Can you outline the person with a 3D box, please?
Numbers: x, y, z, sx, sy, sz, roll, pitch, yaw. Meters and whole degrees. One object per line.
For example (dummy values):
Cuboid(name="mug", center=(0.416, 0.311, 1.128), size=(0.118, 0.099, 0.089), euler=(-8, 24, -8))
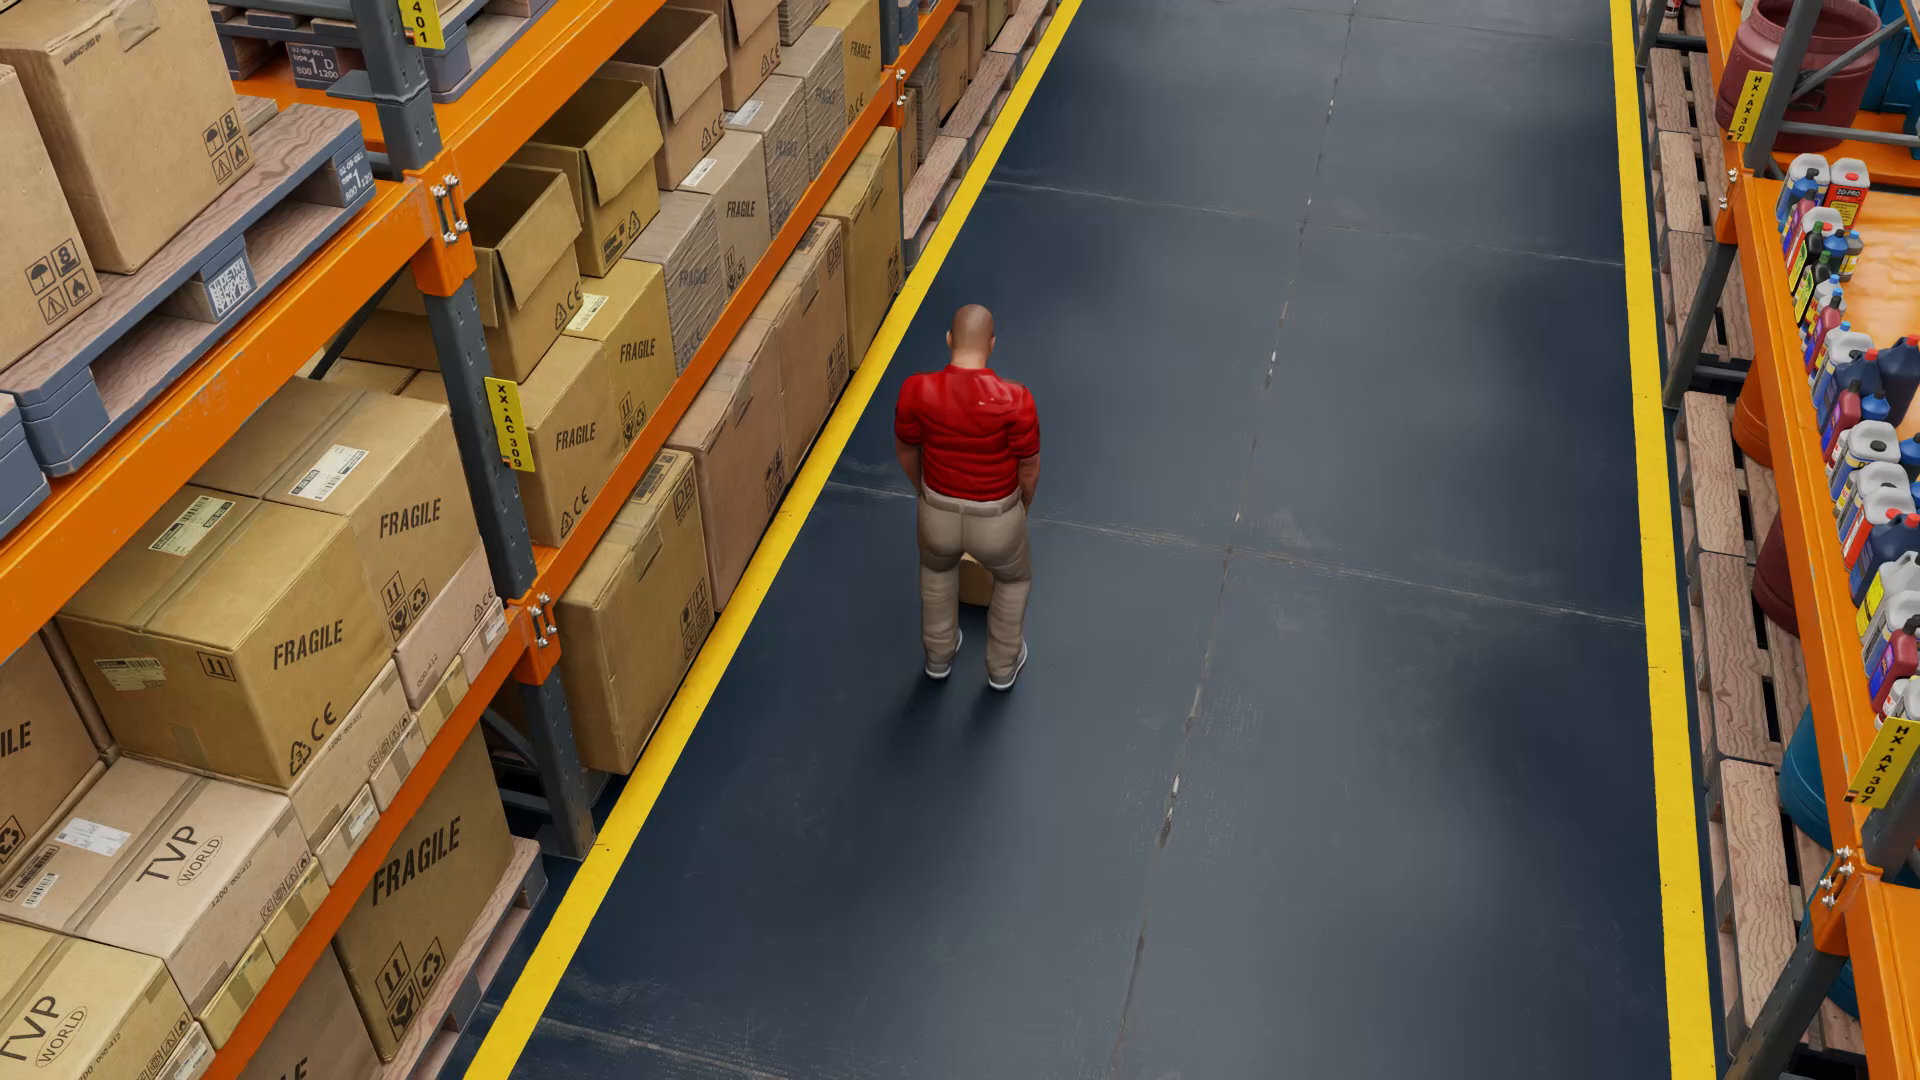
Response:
Cuboid(name="person", center=(0.026, -0.121, 6.363), size=(0.557, 1.674, 0.431), euler=(10, 42, 11))
